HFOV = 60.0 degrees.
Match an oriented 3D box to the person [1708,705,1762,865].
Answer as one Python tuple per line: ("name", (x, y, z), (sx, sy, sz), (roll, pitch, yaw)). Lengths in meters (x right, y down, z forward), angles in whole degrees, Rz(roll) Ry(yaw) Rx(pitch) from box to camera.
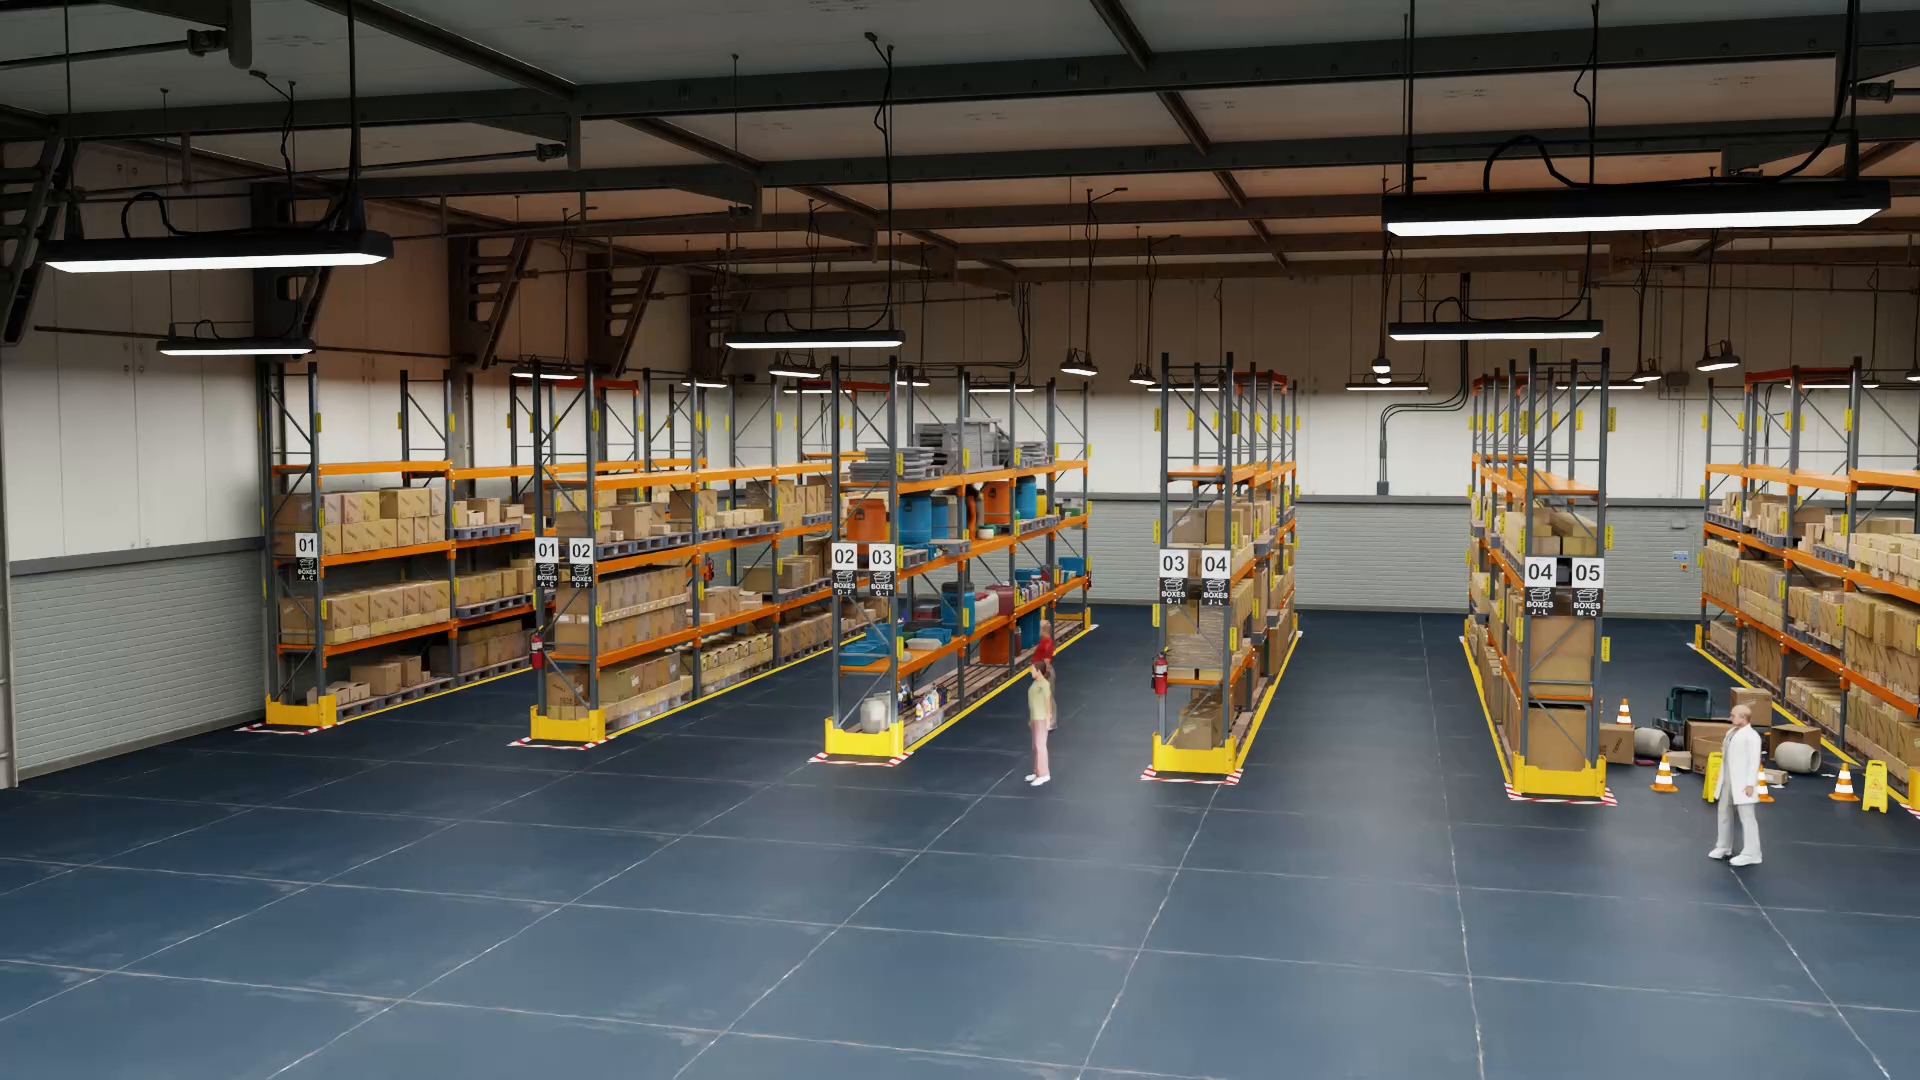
("person", (8.853, 2.772, 19.015), (0.463, 1.780, 0.622), (-1, 4, -19))

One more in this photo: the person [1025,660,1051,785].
("person", (1.096, 2.544, 23.246), (0.392, 1.714, 0.519), (-1, 4, -17))

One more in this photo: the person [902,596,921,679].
("person", (-0.928, 1.880, 32.467), (0.491, 1.664, 0.386), (3, 5, 38))

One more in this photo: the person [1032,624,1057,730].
("person", (1.373, 2.248, 27.079), (0.400, 1.766, 0.645), (-1, 4, -9))
